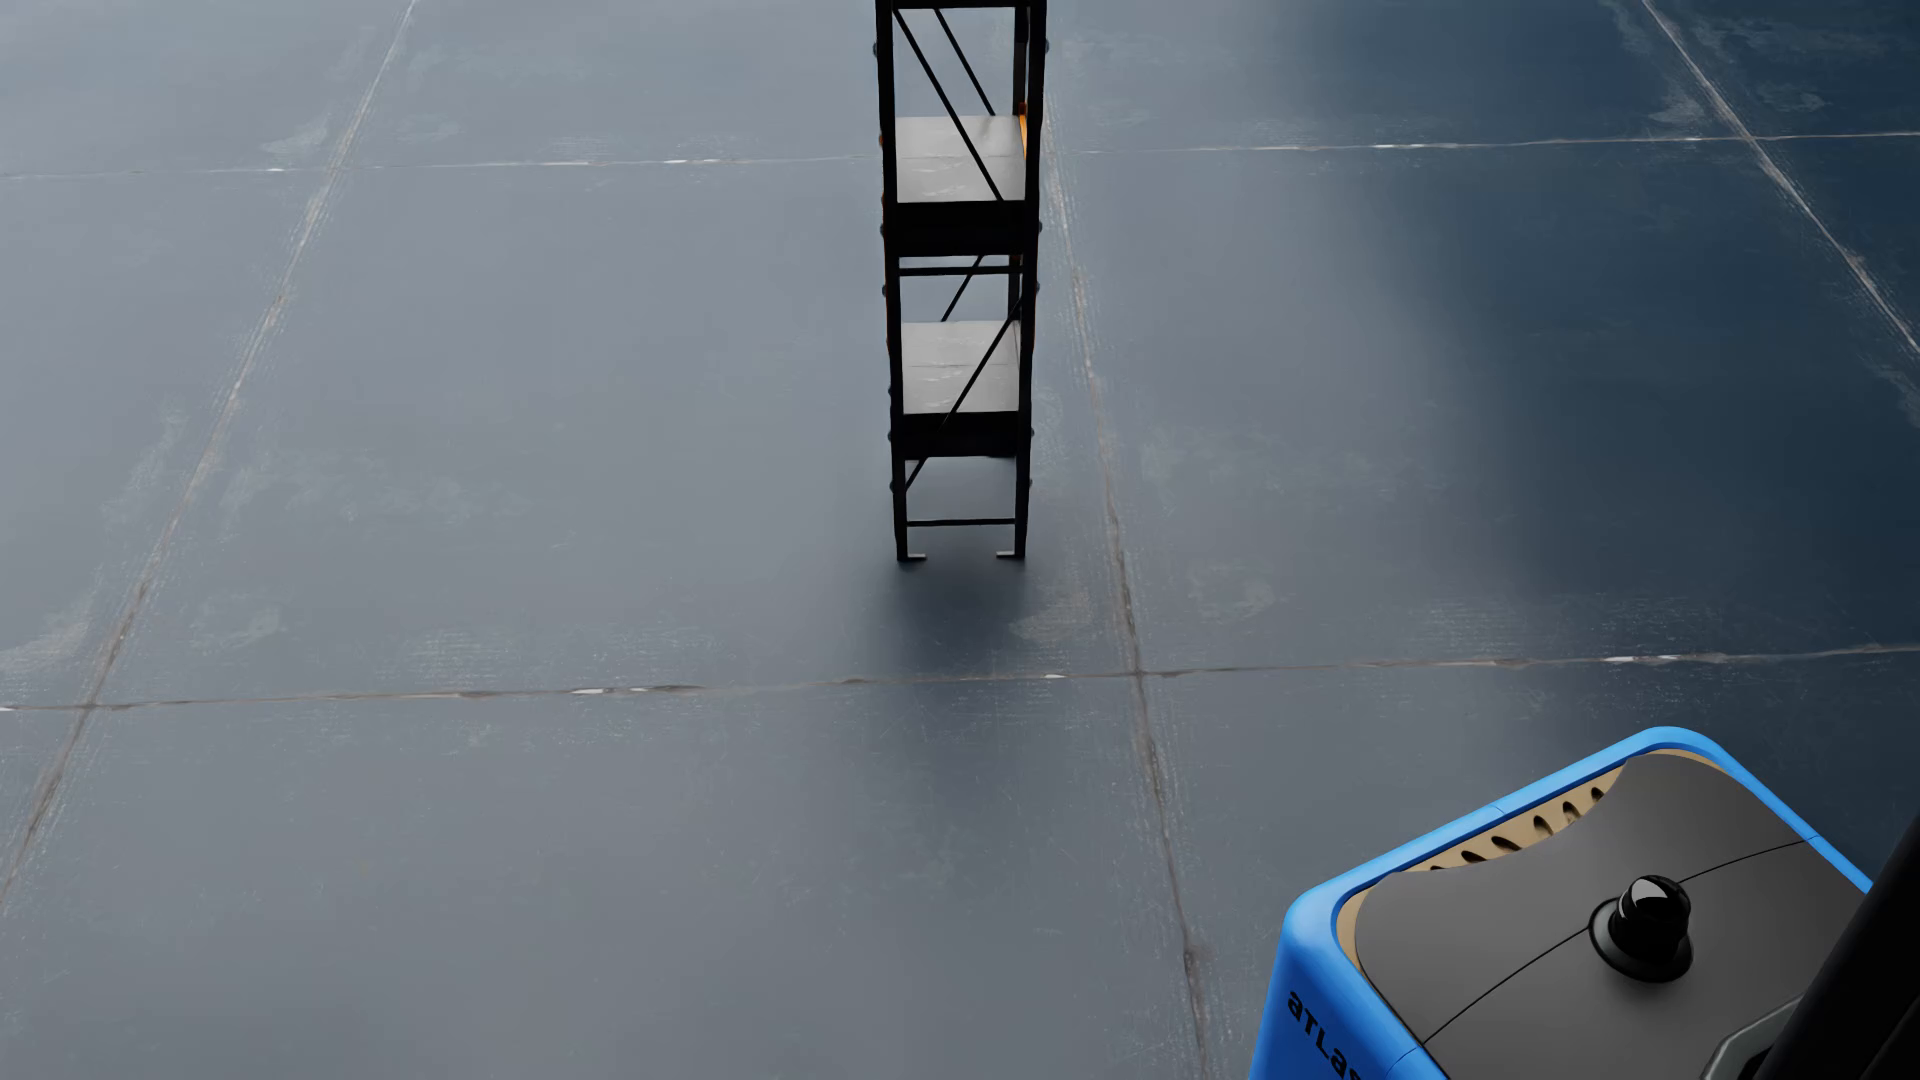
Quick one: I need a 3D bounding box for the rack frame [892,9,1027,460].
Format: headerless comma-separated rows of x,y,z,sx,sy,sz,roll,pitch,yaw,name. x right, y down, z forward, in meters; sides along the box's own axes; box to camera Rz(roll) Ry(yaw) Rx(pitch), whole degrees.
-0.017,-1.051,4.842,0.400,2.100,0.015,-2,43,-2,rack frame

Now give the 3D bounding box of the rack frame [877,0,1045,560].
0.003,-0.721,4.483,0.400,2.100,0.015,-2,43,-2,rack frame

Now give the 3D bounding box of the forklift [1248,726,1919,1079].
1.692,1.090,1.892,1.130,2.935,3.031,-20,46,-20,forklift

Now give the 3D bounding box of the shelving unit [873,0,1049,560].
-0.007,-0.886,4.662,0.431,2.100,0.503,-2,43,-2,shelving unit

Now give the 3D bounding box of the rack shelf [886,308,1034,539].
-0.007,-0.360,5.145,0.431,0.518,0.480,-2,43,-2,rack shelf

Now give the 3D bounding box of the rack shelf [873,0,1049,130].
-0.007,-1.392,4.199,0.431,0.518,0.480,-2,43,-2,rack shelf

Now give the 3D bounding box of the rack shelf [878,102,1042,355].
-0.007,-0.876,4.672,0.431,0.518,0.480,-2,43,-2,rack shelf
